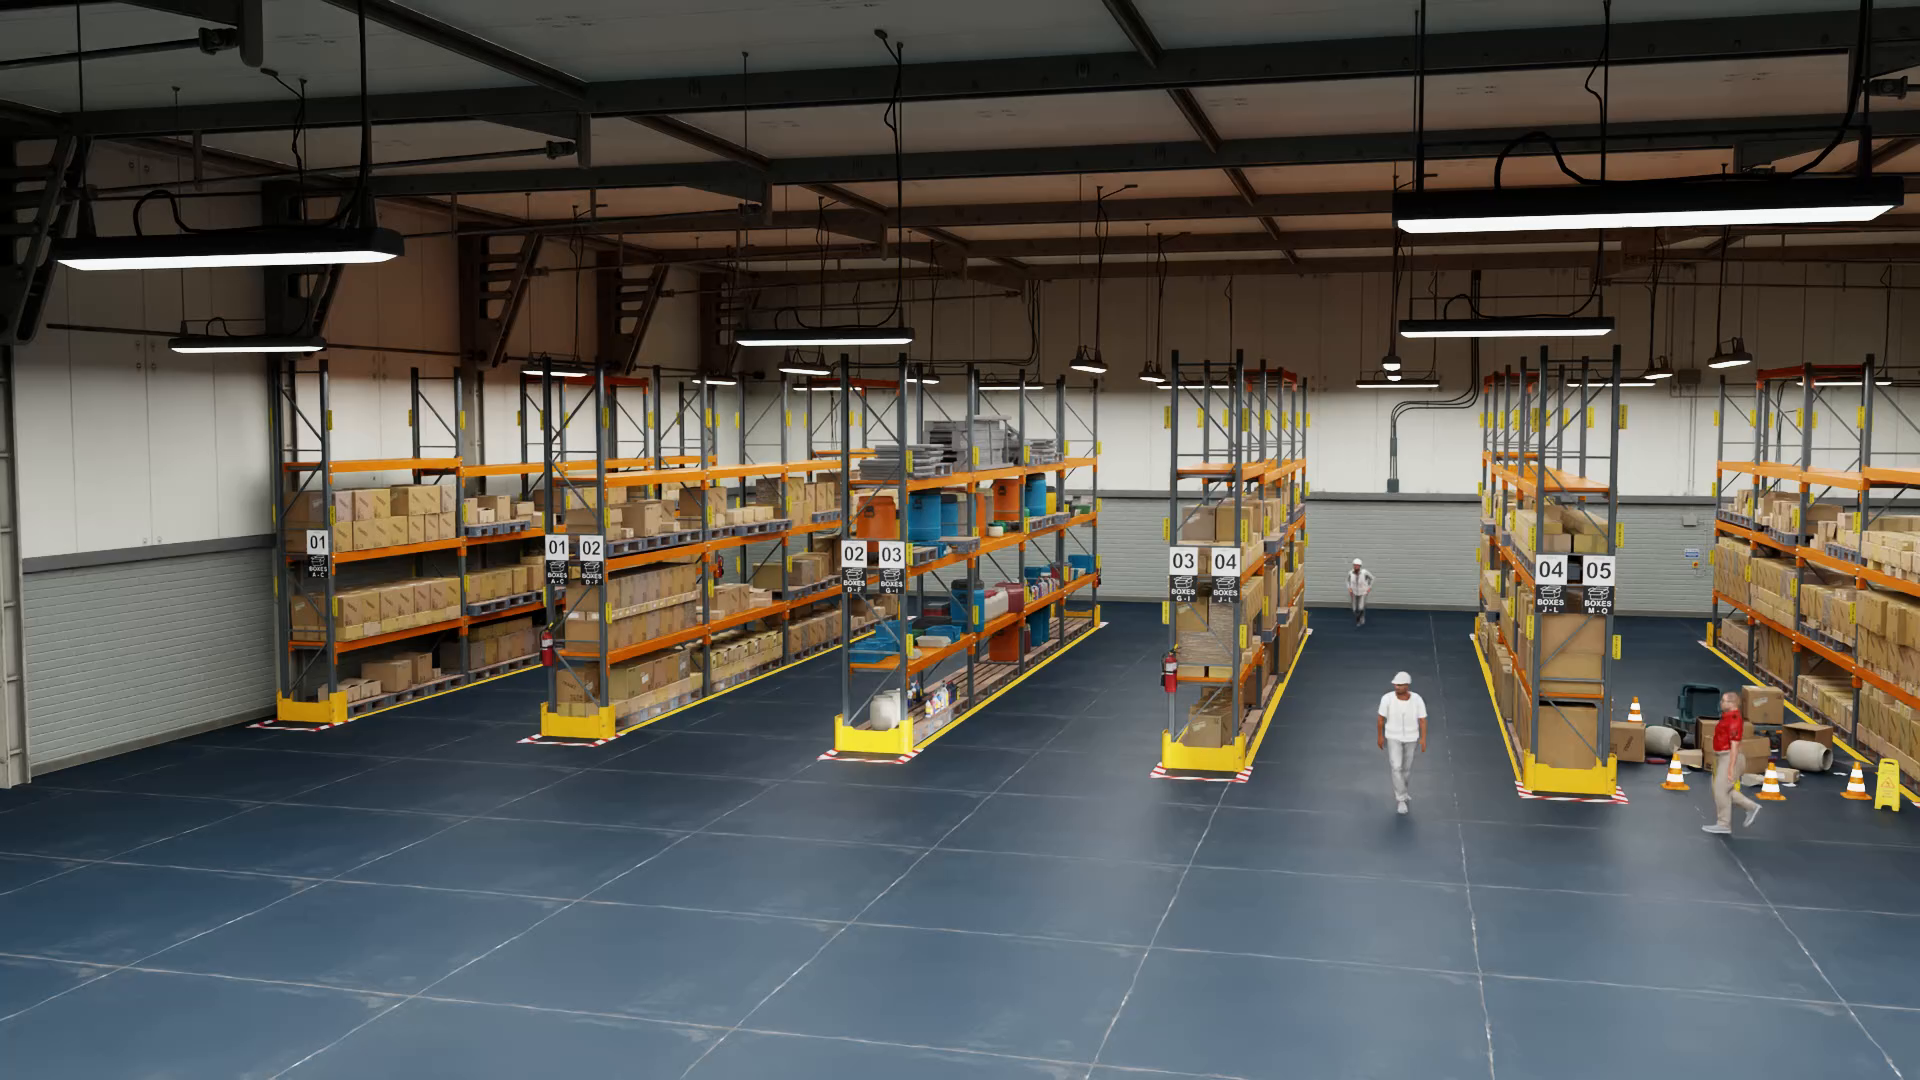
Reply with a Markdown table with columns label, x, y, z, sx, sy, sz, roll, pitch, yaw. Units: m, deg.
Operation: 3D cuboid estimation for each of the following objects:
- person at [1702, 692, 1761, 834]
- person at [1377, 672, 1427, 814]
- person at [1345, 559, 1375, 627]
| label | x | y | z | sx | sy | sz | roll | pitch | yaw |
| --- | --- | --- | --- | --- | --- | --- | --- | --- | --- |
| person | 9.347 | 2.683 | 20.078 | 0.688 | 1.704 | 0.546 | 1 | 4 | 13 |
| person | 5.720 | 2.574 | 21.461 | 0.599 | 1.741 | 0.888 | 0 | 4 | 5 |
| person | 9.653 | 1.278 | 40.129 | 0.698 | 1.681 | 0.715 | 2 | 5 | 25 |
